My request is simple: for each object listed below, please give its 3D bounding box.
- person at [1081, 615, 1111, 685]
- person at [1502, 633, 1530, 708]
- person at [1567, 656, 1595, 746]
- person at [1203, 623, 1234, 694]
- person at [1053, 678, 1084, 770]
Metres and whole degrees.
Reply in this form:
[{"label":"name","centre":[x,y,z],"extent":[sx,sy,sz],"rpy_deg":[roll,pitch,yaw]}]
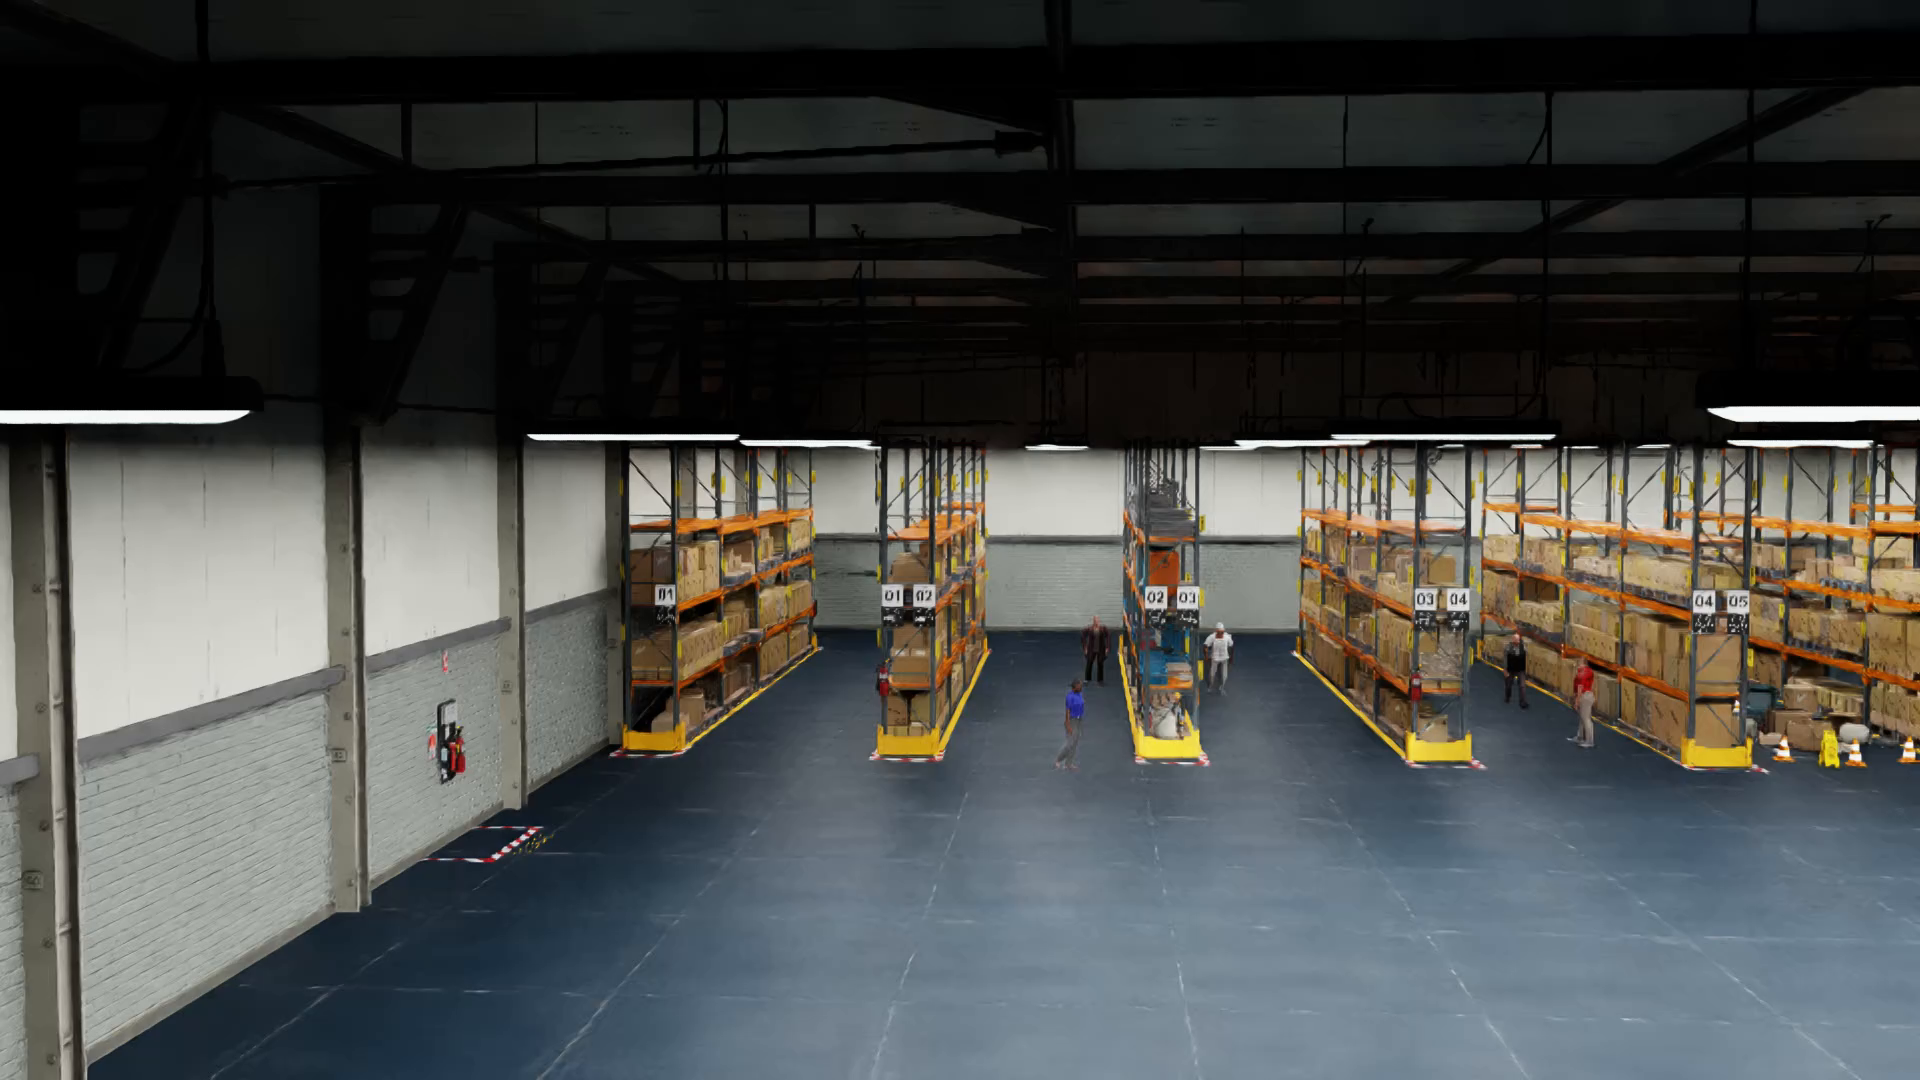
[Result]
[{"label":"person","centre":[3.320,2.684,40.707],"extent":[0.728,1.733,0.546],"rpy_deg":[0,3,3]},{"label":"person","centre":[12.410,2.991,37.199],"extent":[0.543,1.463,1.115],"rpy_deg":[0,3,6]},{"label":"person","centre":[12.101,3.114,32.380],"extent":[0.568,1.721,0.655],"rpy_deg":[2,4,34]},{"label":"person","centre":[6.073,2.786,39.030],"extent":[0.719,1.714,0.578],"rpy_deg":[0,3,3]},{"label":"person","centre":[1.954,3.294,29.759],"extent":[0.439,1.651,0.625],"rpy_deg":[2,4,39]}]
